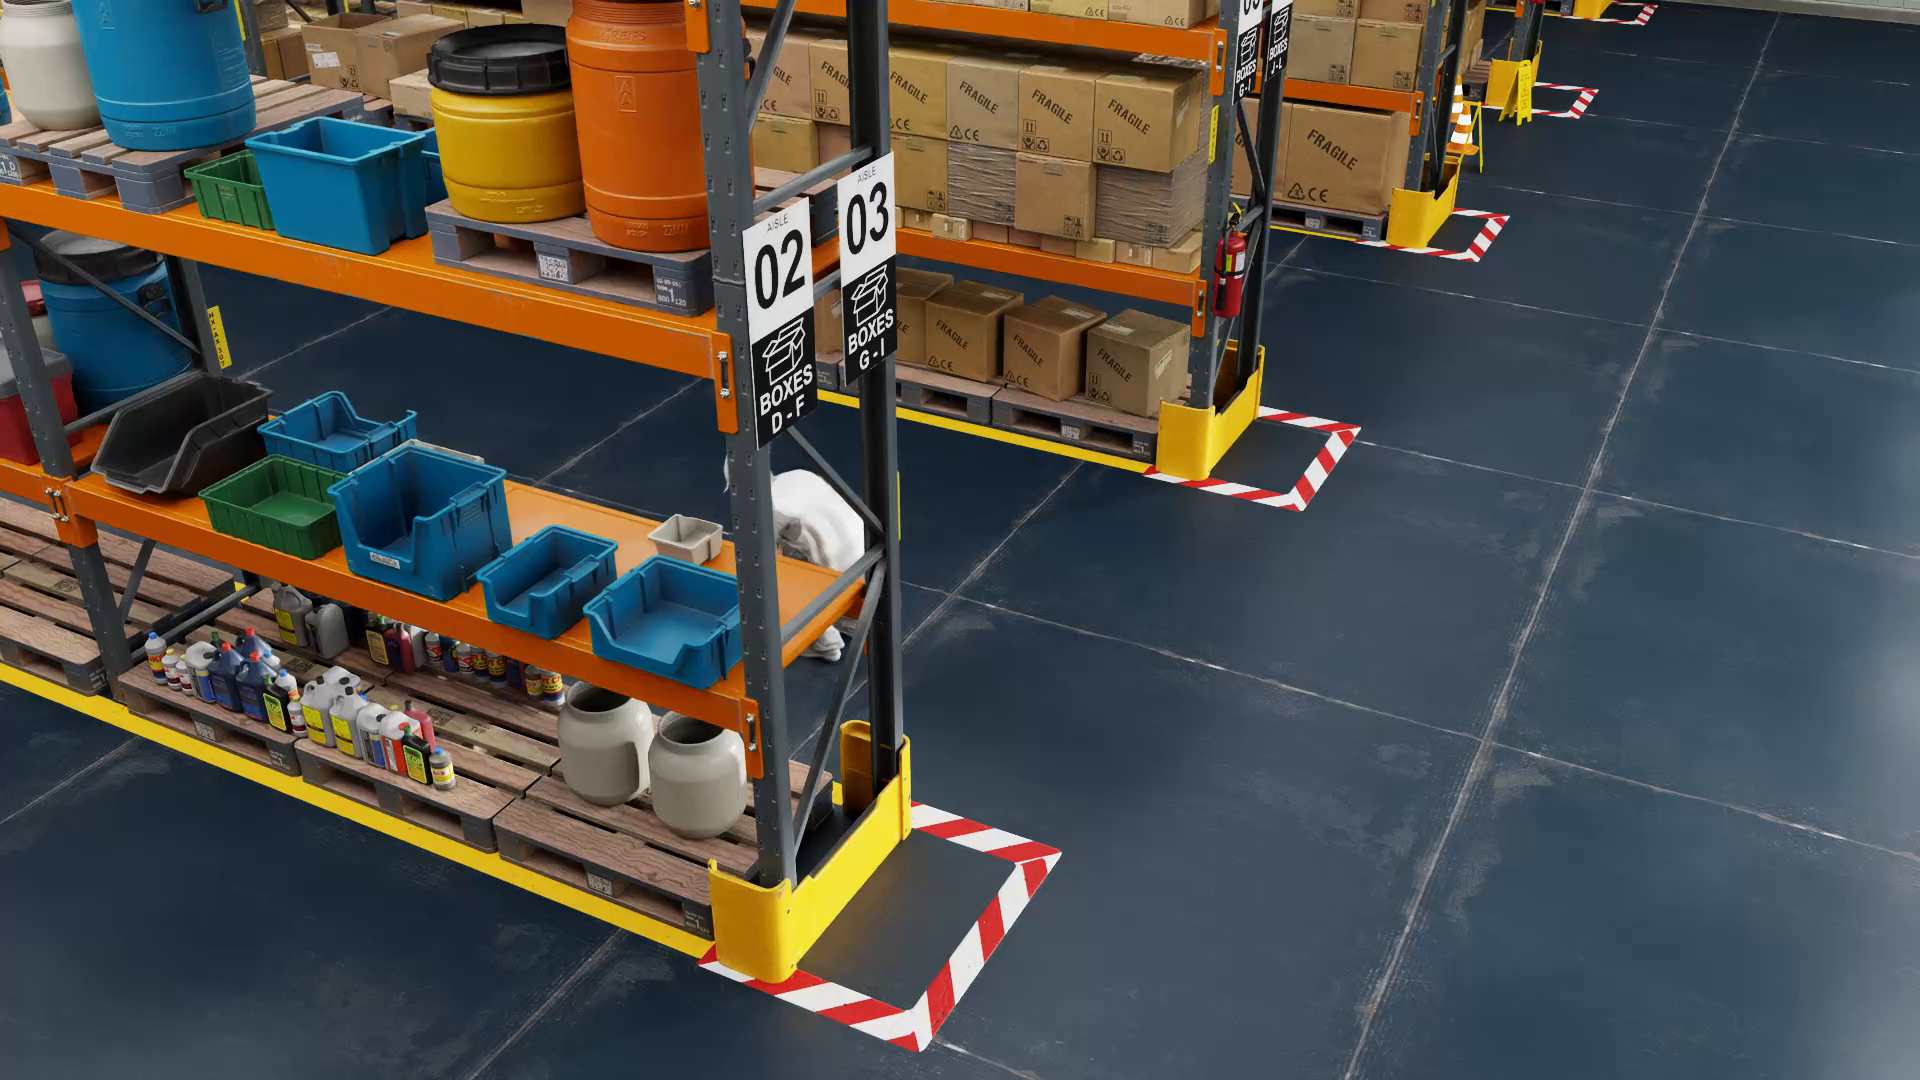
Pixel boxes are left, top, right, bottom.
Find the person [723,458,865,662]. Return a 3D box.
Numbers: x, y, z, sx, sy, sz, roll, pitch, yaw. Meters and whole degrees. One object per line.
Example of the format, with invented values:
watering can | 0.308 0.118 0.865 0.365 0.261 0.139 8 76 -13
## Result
person | -0.829 0.071 8.817 0.869 1.105 0.556 14 33 23
